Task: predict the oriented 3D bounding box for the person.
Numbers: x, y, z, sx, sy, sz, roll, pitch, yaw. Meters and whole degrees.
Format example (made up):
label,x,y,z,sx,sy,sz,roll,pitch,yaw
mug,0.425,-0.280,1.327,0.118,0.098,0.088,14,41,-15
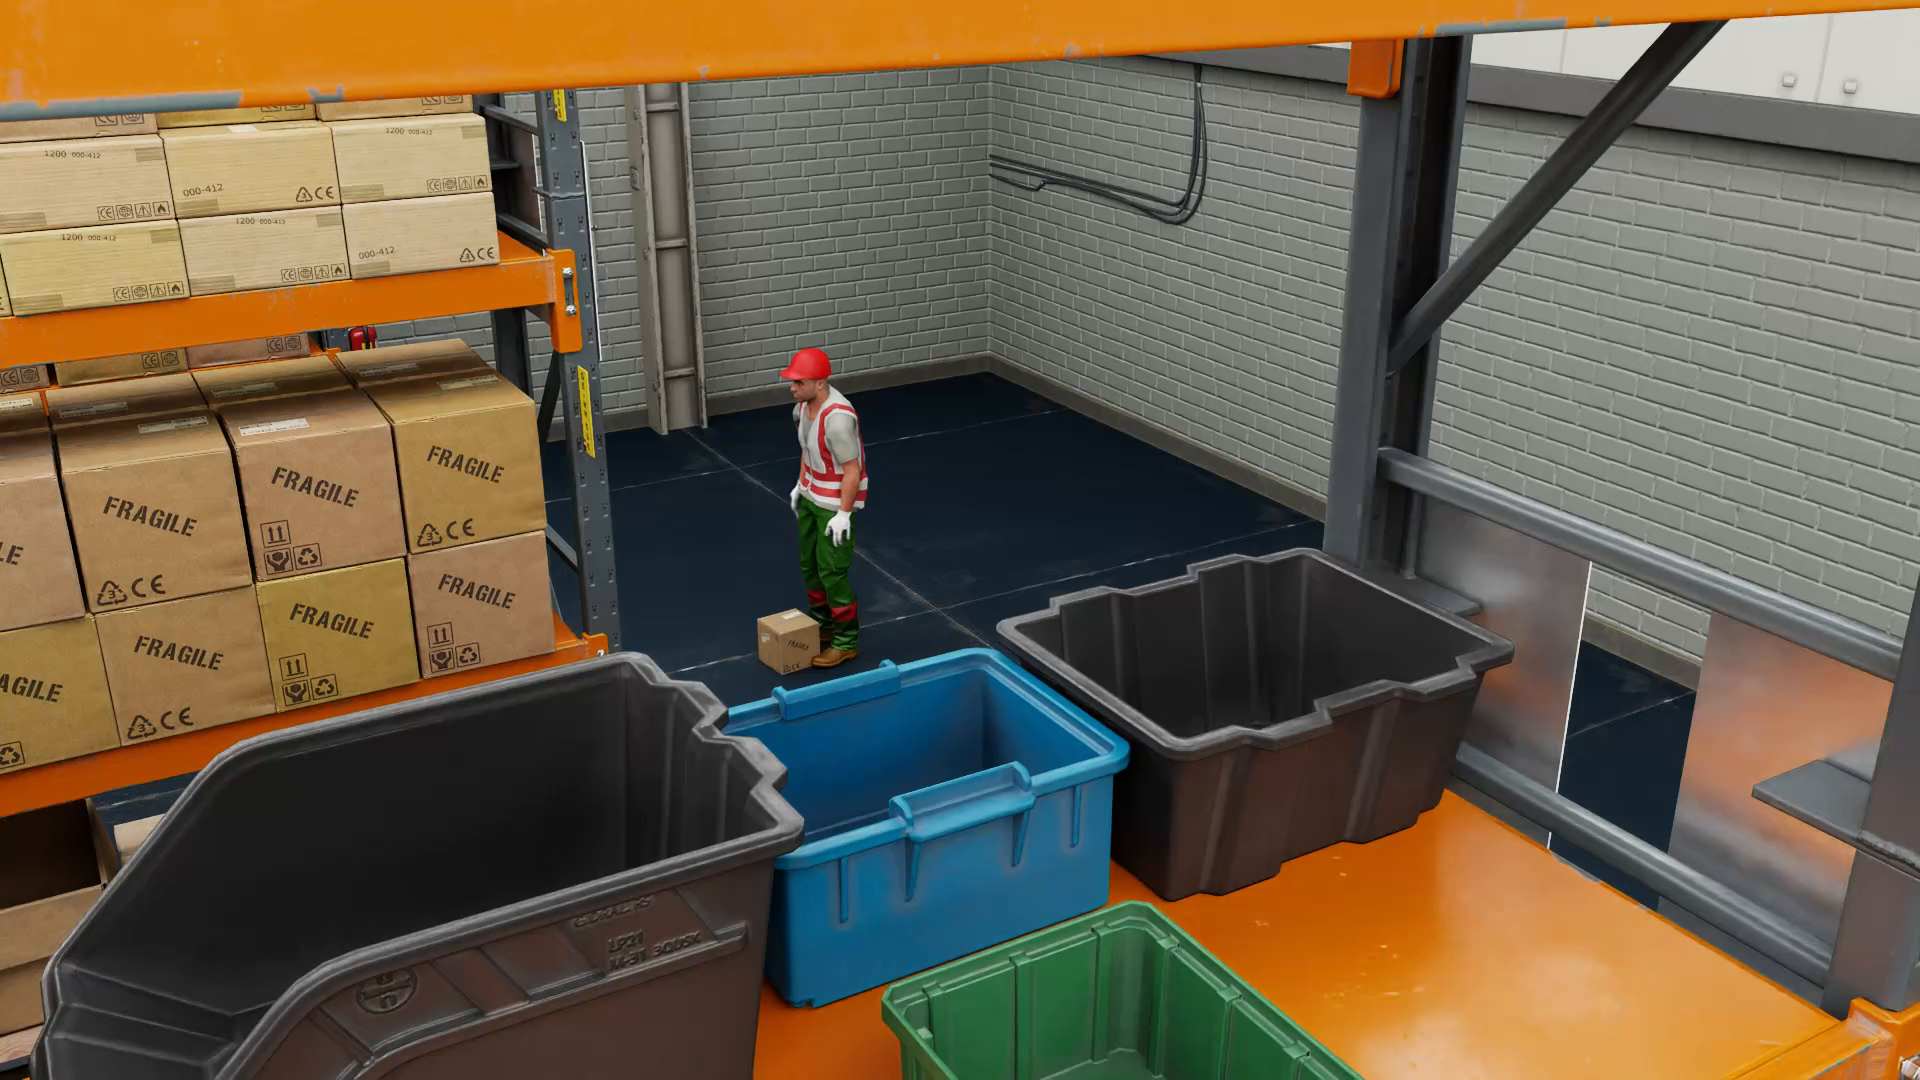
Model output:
label,x,y,z,sx,sy,sz,roll,pitch,yaw
person,-0.747,-0.216,9.036,0.453,1.720,0.579,-12,25,-28
